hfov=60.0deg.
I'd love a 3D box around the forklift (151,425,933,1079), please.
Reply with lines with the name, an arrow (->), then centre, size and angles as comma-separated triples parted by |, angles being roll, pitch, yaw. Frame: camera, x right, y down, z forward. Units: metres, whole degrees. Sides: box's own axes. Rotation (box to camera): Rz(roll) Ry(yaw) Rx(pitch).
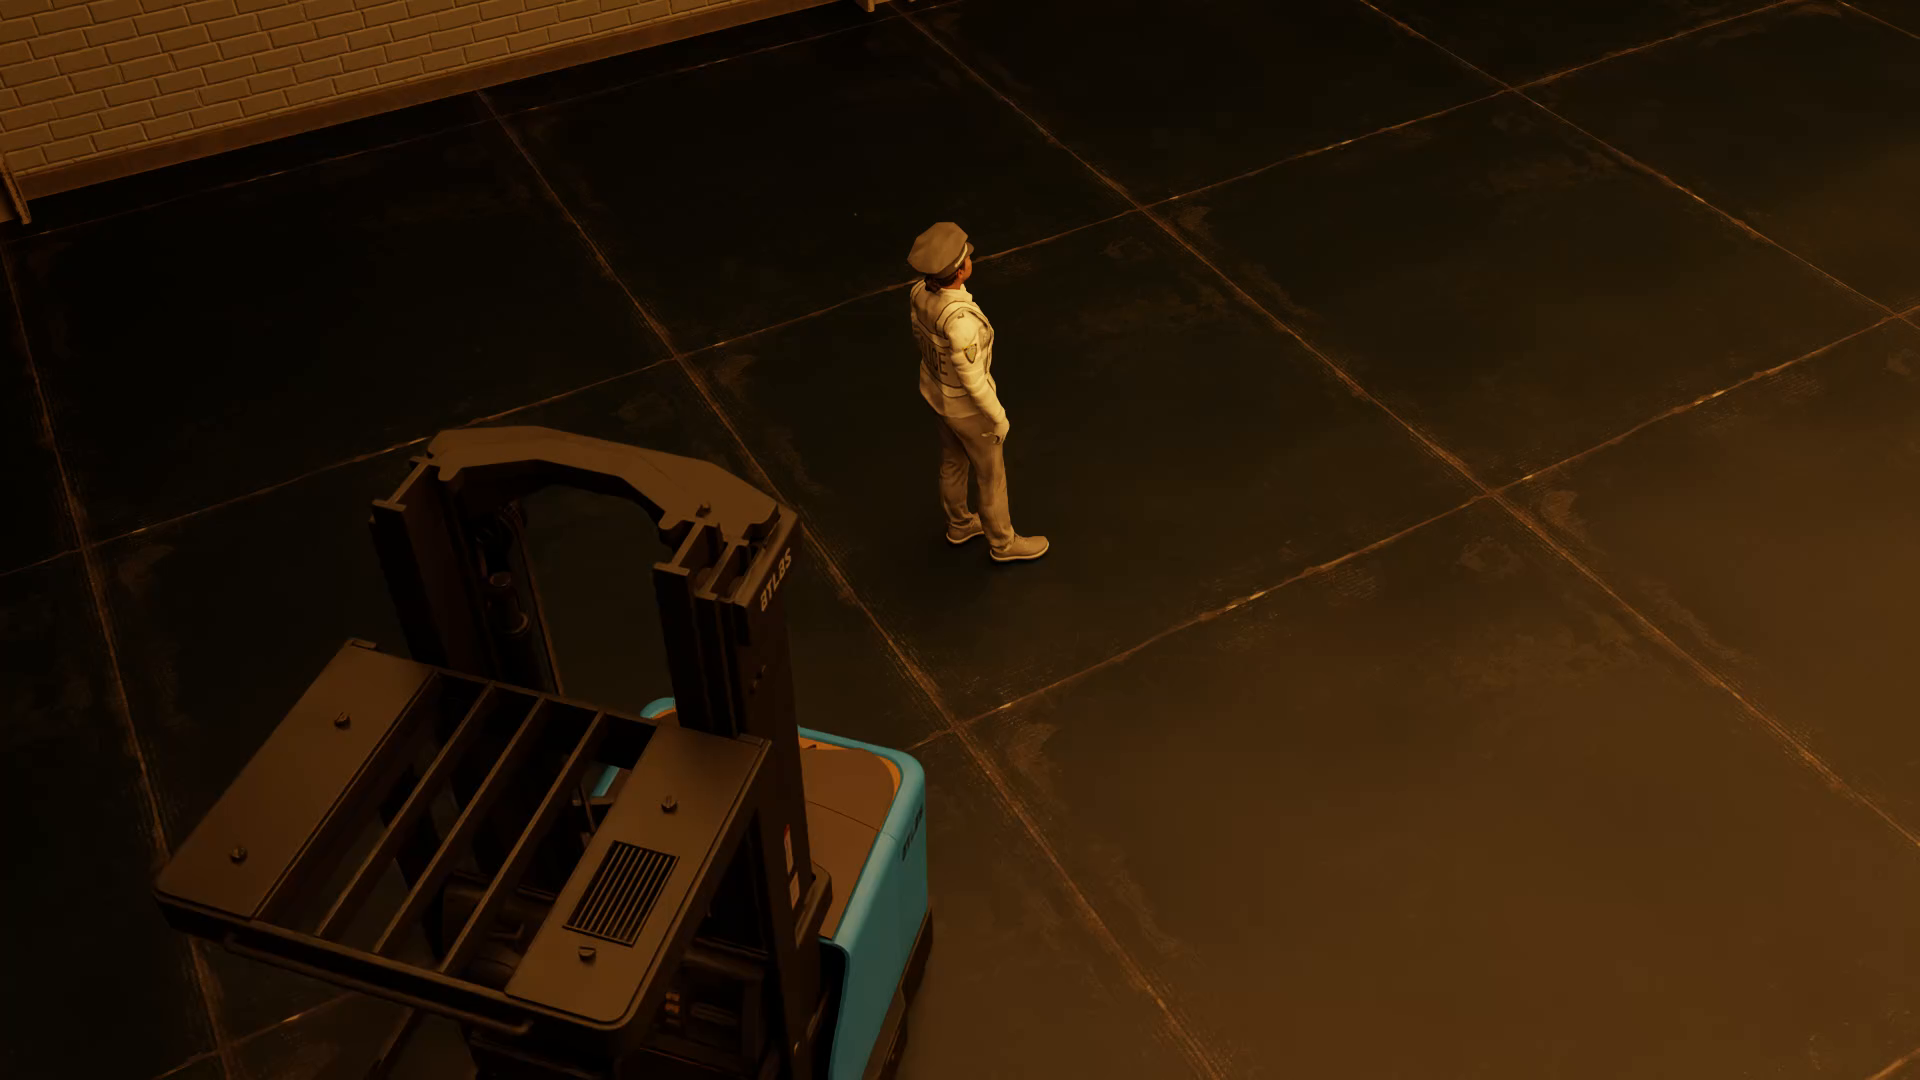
forklift -> -1.026, 1.289, 4.308 | 1.130, 2.935, 3.031 | 12, 44, 13

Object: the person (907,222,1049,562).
person -> 0.061, -0.645, 7.293 | 0.534, 1.696, 0.587 | -21, 47, -21
